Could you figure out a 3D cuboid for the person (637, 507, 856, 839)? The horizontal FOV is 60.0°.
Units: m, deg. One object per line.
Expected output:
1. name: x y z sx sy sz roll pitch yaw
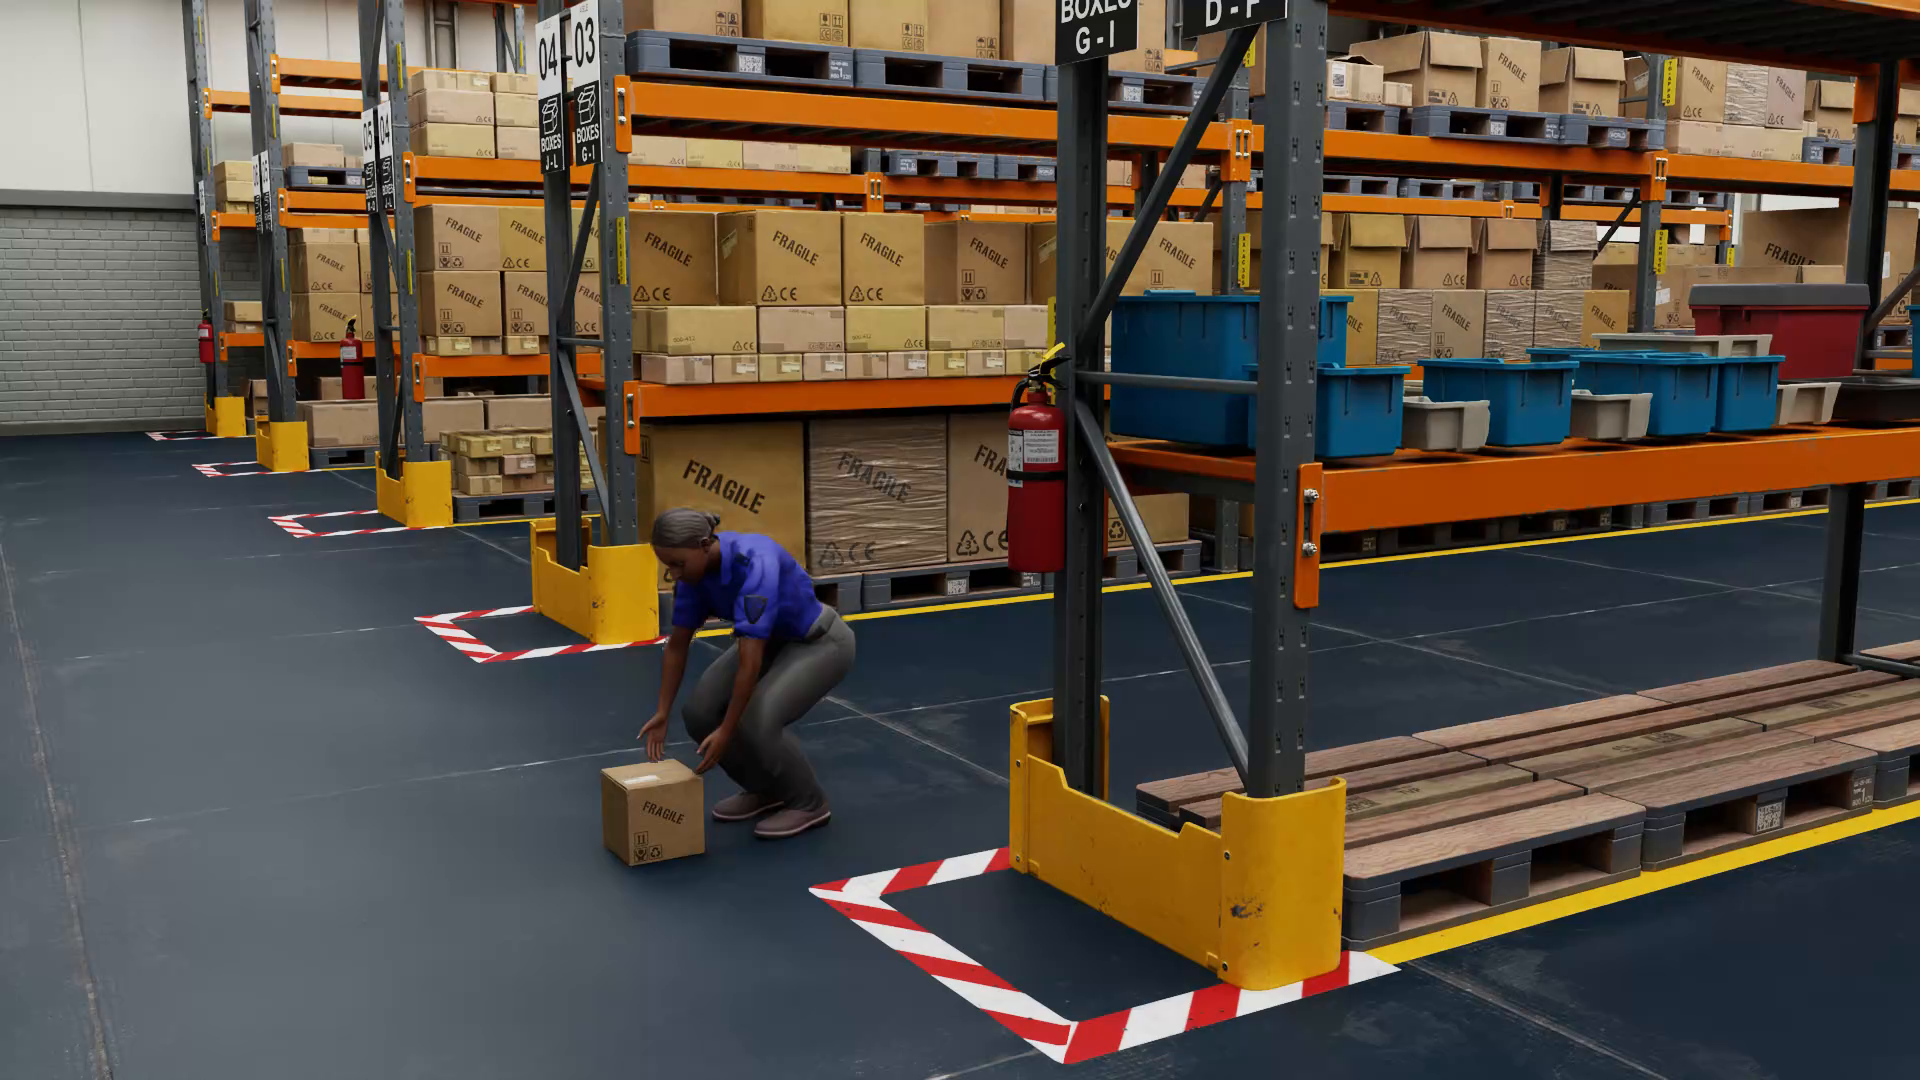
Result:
1. person: -0.673 0.414 5.440 0.749 1.106 0.498 -7 11 -41
